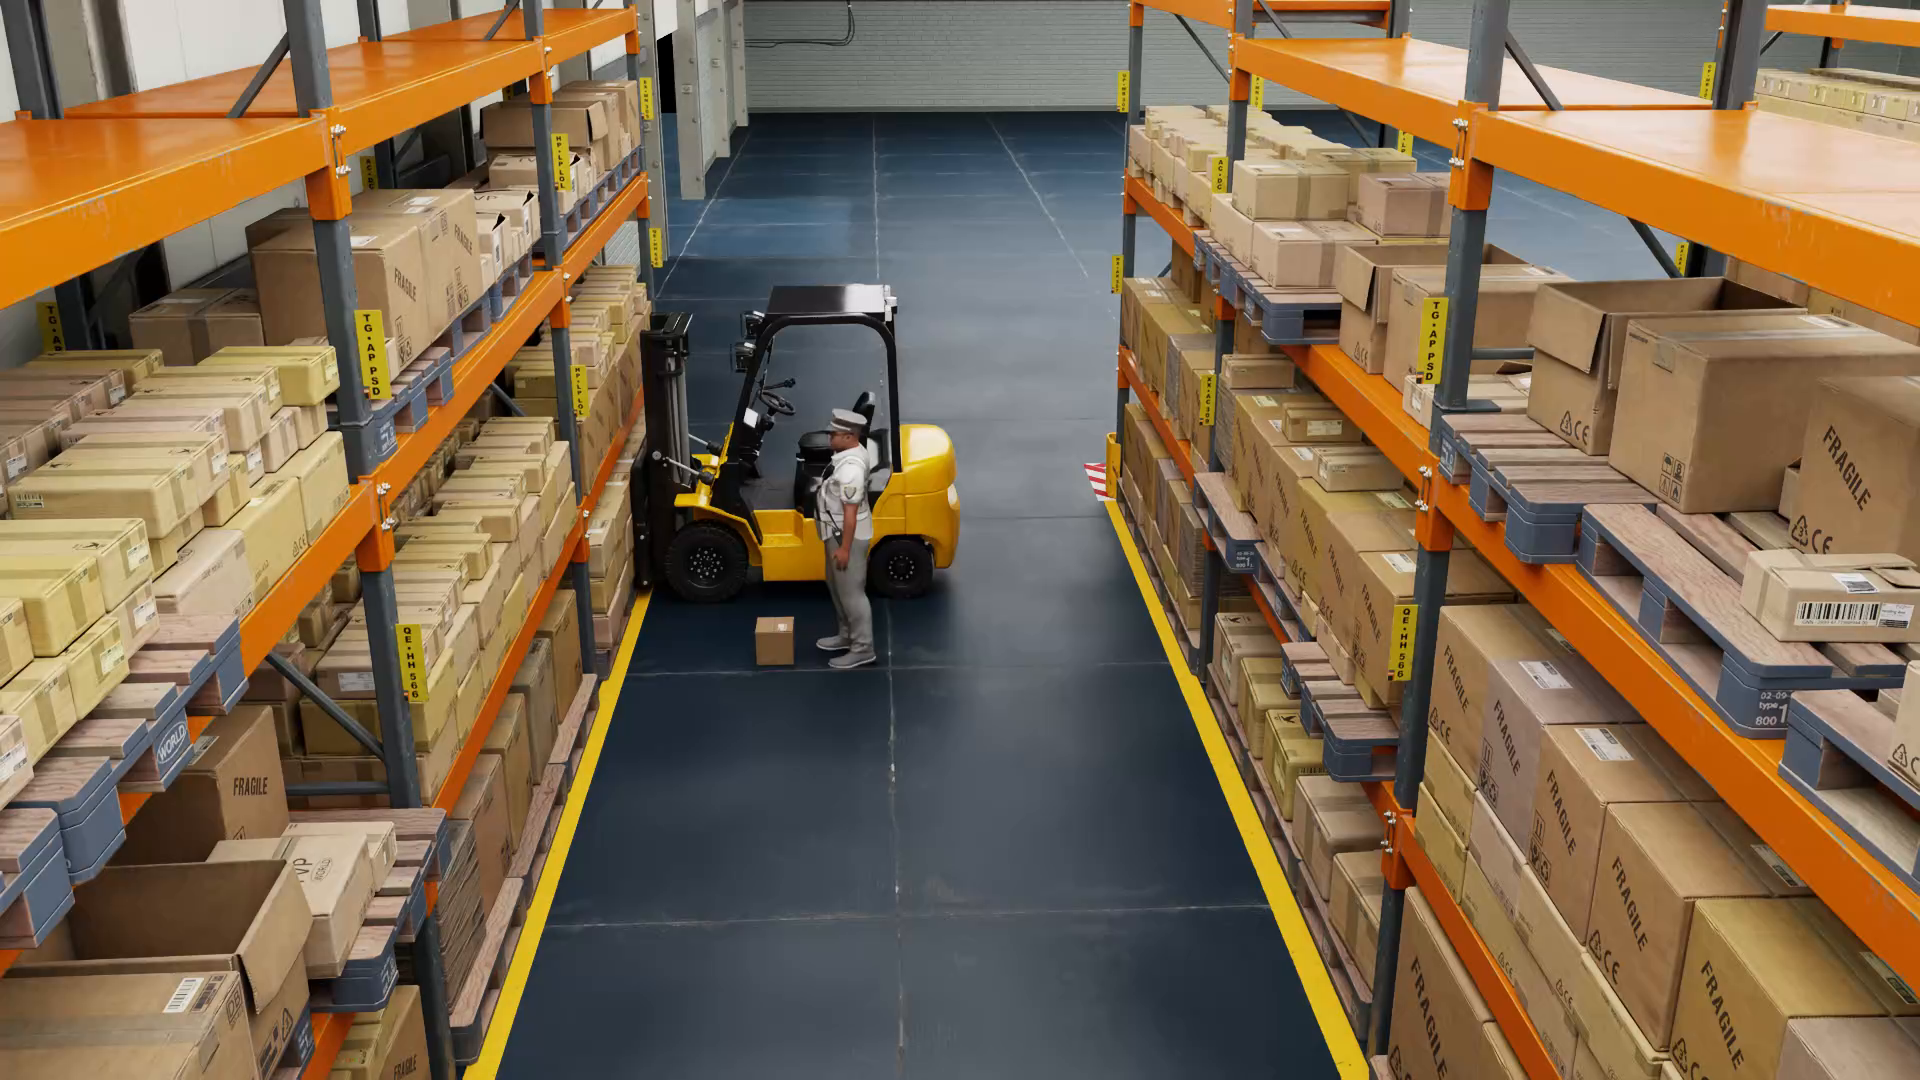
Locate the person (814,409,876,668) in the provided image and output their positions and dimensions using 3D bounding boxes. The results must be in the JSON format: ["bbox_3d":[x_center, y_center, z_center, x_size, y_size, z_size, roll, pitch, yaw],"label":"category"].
[{"bbox_3d":[-0.783,-0.018,11.121,0.420,1.777,0.526,-1,20,-2],"label":"person"}]
